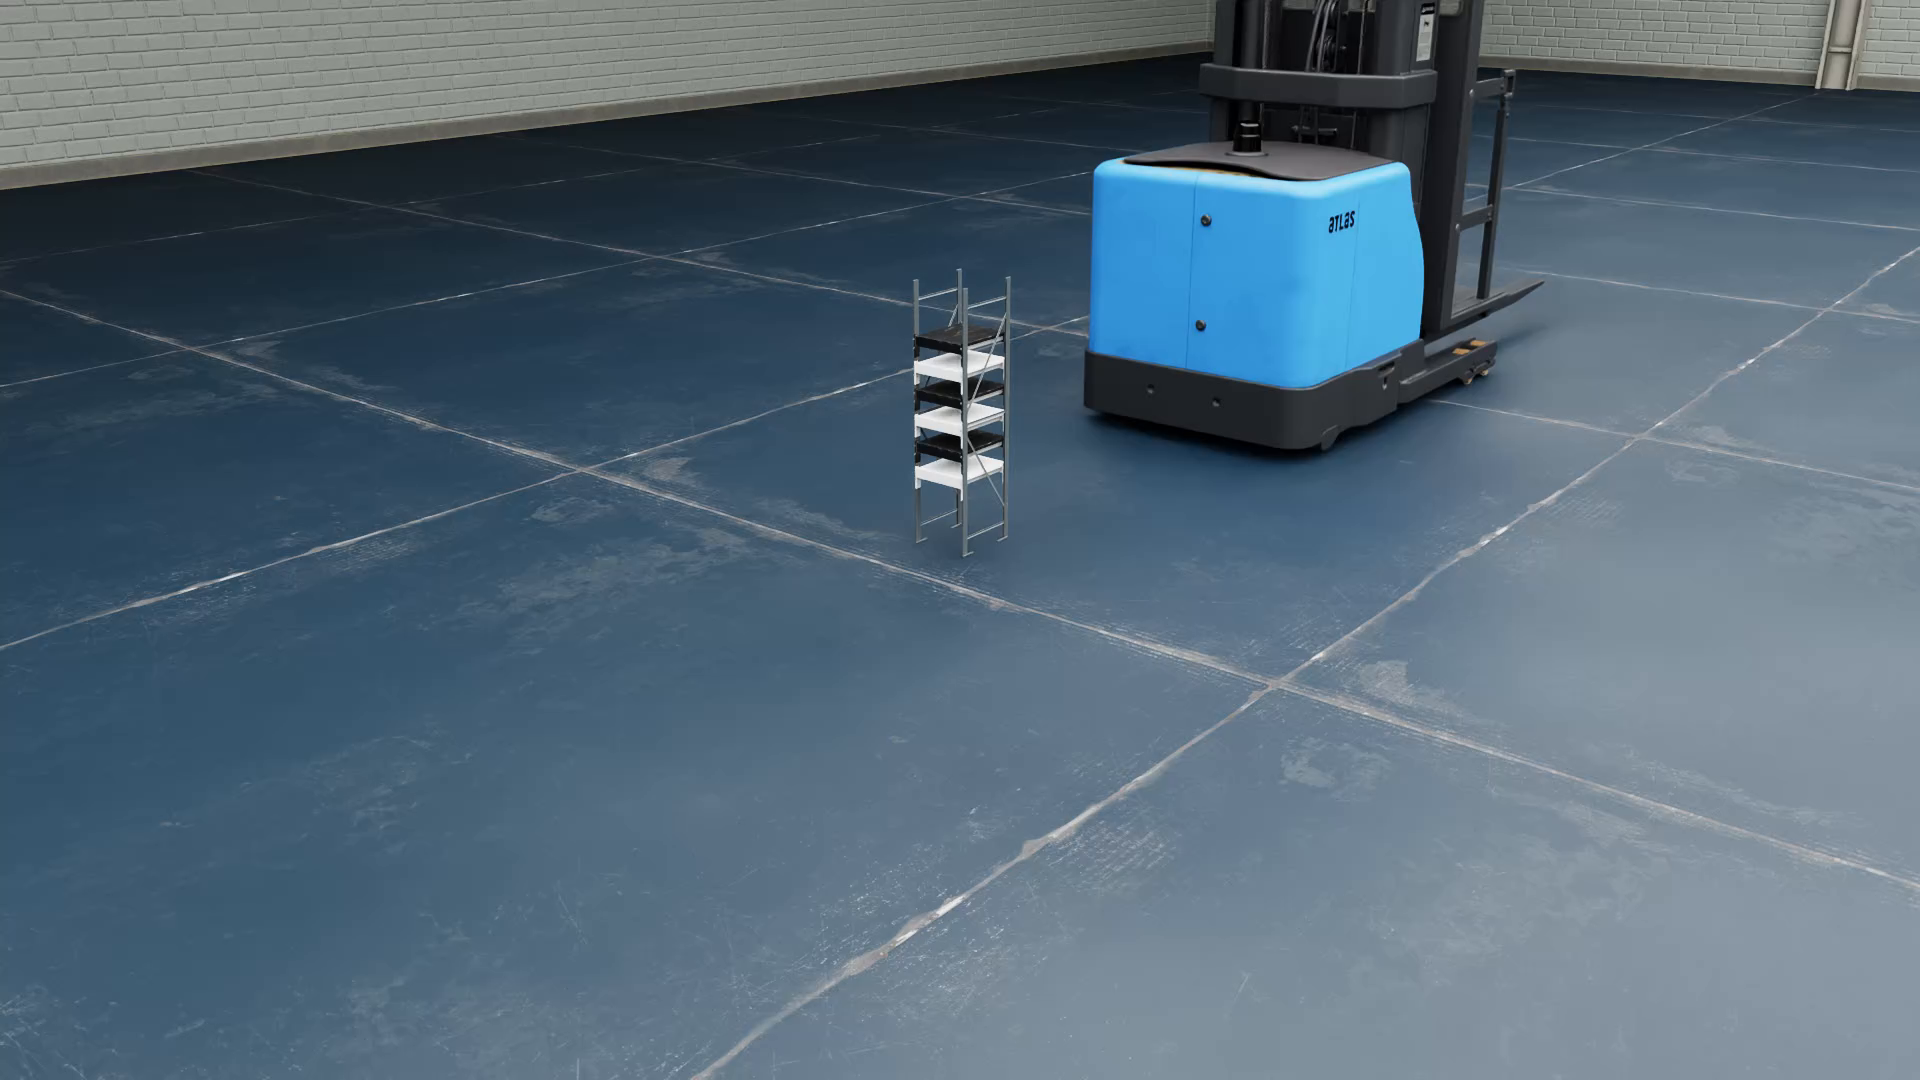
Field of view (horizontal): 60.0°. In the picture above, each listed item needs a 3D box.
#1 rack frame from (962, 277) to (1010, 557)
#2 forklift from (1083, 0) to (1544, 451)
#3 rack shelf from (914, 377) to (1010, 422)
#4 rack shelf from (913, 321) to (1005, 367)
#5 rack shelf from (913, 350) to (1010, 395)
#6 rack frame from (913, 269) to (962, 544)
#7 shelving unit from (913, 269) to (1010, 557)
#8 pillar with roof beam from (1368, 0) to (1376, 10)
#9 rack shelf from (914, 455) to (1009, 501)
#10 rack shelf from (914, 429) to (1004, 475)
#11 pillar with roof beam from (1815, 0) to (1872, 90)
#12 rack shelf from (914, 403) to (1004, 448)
[{"bbox_3d":[0.085,-0.397,5.444,0.006,0.900,0.240,16,26,36],"label":"rack frame"},{"bbox_3d":[1.827,-2.169,7.265,1.130,2.935,3.031,16,26,36],"label":"forklift"},{"bbox_3d":[0.006,-0.472,5.485,0.200,0.077,0.258,16,26,36],"label":"rack shelf"},{"bbox_3d":[0.006,-0.641,5.421,0.200,0.077,0.258,16,26,36],"label":"rack shelf"},{"bbox_3d":[0.006,-0.556,5.453,0.200,0.077,0.258,16,26,36],"label":"rack shelf"},{"bbox_3d":[-0.072,-0.442,5.565,0.006,0.900,0.240,16,26,36],"label":"rack frame"},{"bbox_3d":[0.006,-0.419,5.505,0.210,0.900,0.258,16,26,36],"label":"shelving unit"},{"bbox_3d":[3.308,-9.884,19.124,0.400,9.000,9.100,16,26,36],"label":"pillar with roof beam"},{"bbox_3d":[0.006,-0.220,5.580,0.200,0.077,0.258,16,26,36],"label":"rack shelf"},{"bbox_3d":[0.006,-0.304,5.548,0.200,0.077,0.258,16,26,36],"label":"rack shelf"},{"bbox_3d":[7.956,-8.545,15.574,0.400,9.000,9.100,16,26,36],"label":"pillar with roof beam"},{"bbox_3d":[0.006,-0.388,5.516,0.200,0.077,0.258,16,26,36],"label":"rack shelf"}]
